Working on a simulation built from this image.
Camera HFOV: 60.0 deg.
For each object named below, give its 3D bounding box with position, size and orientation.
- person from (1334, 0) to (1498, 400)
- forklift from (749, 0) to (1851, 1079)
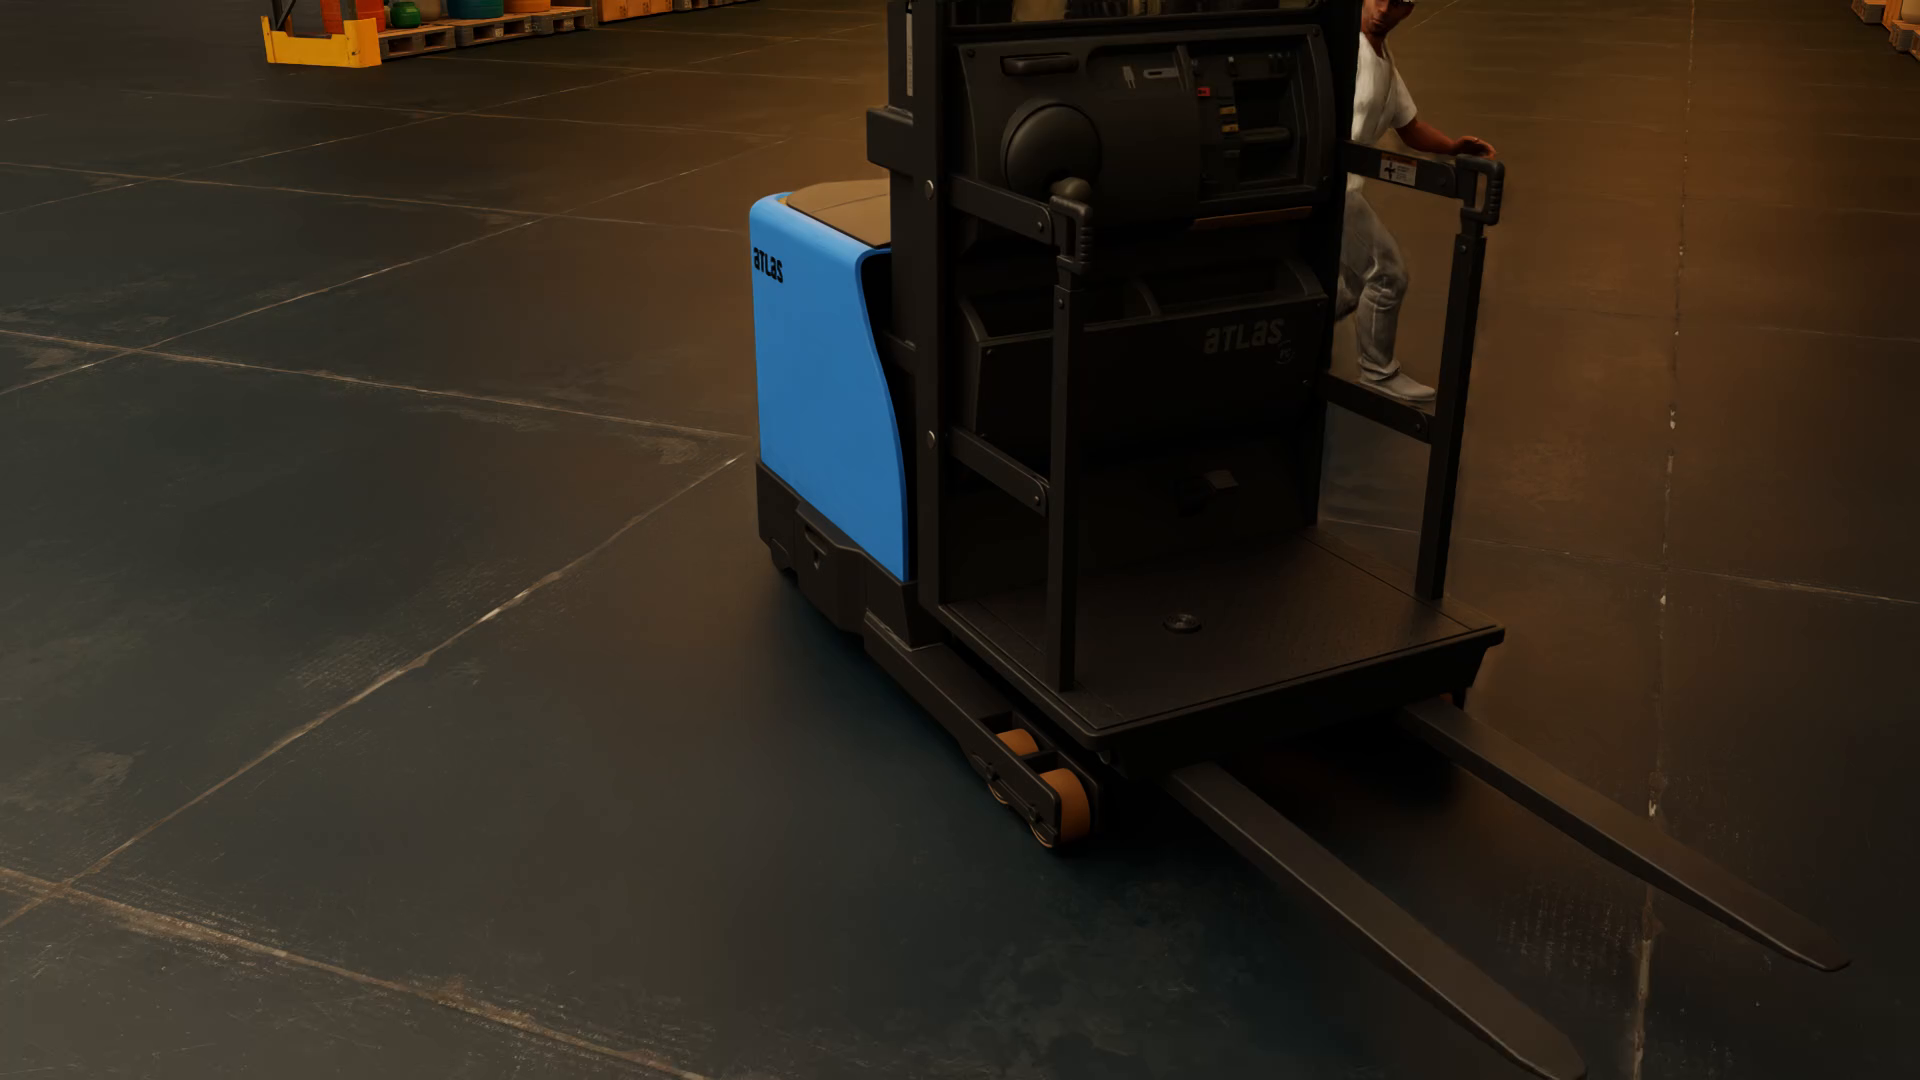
[{"bbox_3d":[1.493,-1.266,6.043,0.843,1.633,0.882,7,24,17],"label":"person"},{"bbox_3d":[0.523,-0.896,3.435,1.130,2.935,3.031,-11,25,-25],"label":"forklift"}]
